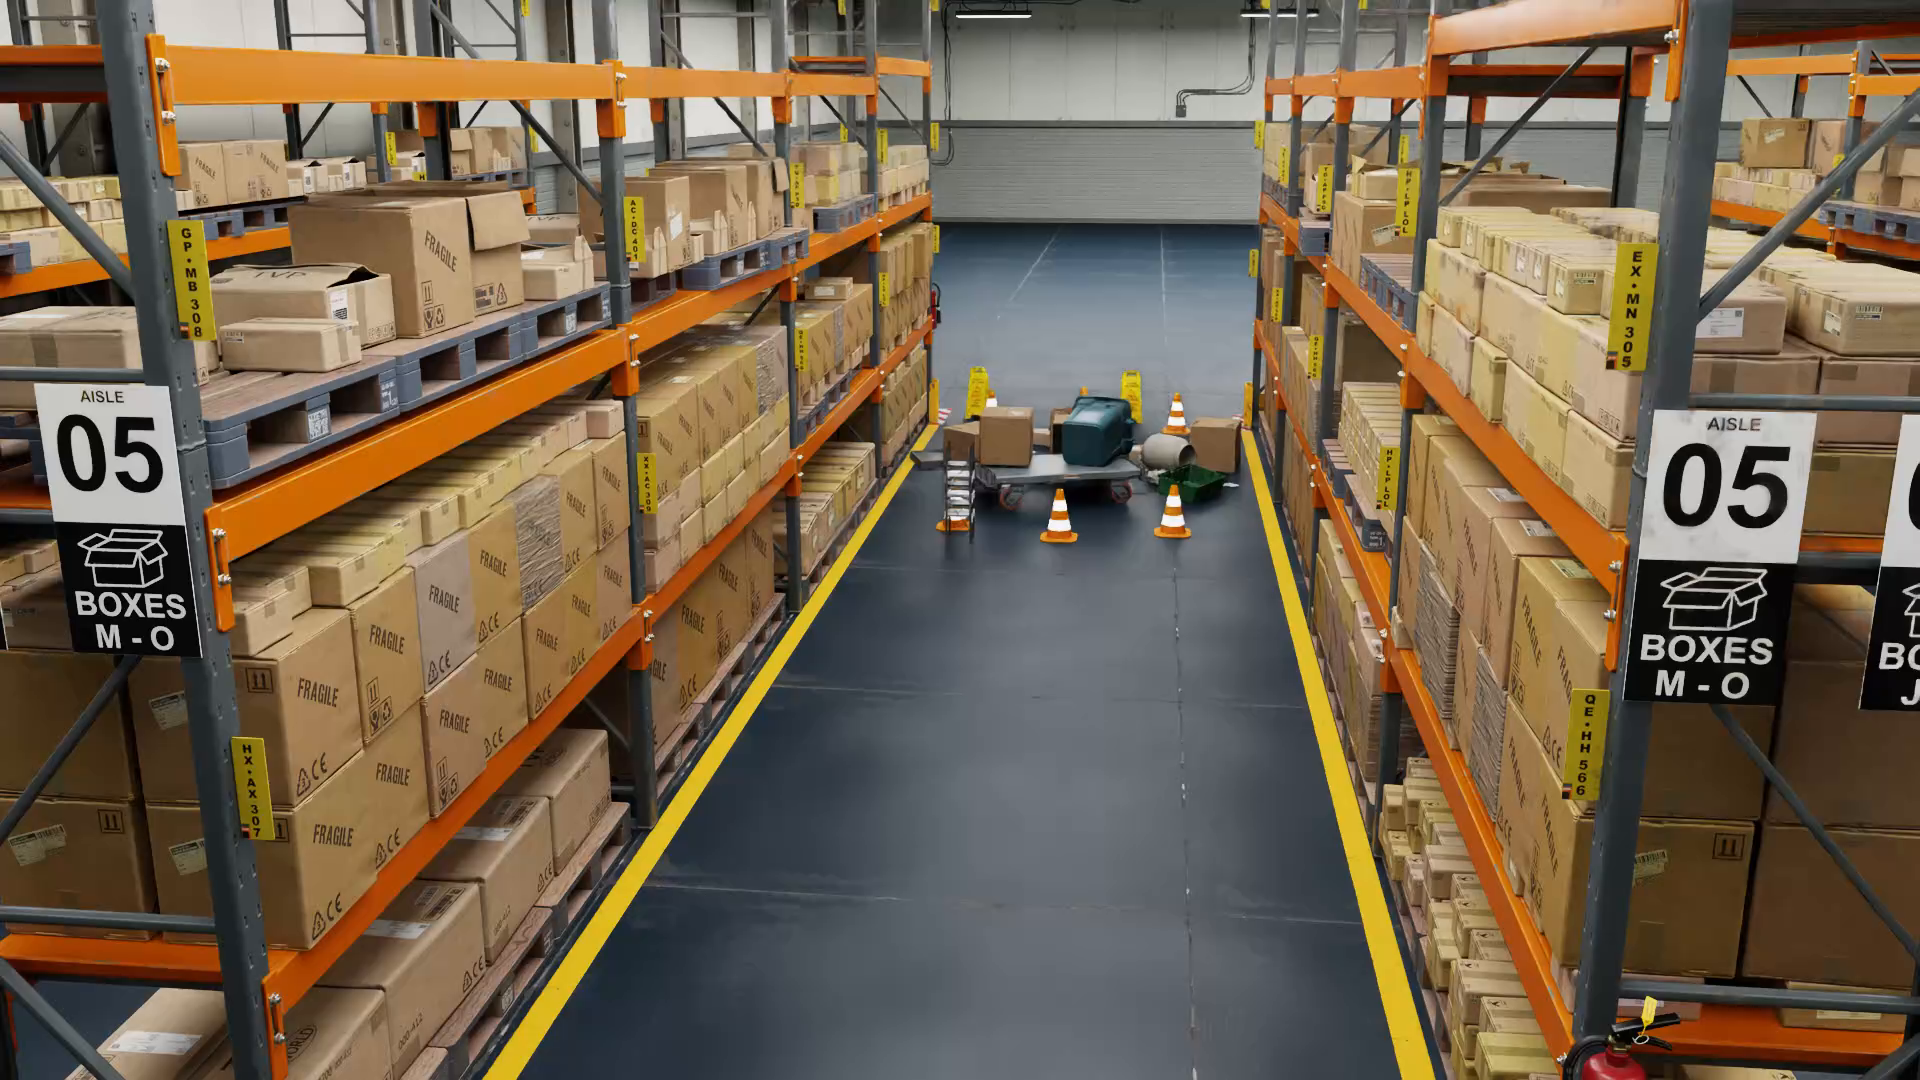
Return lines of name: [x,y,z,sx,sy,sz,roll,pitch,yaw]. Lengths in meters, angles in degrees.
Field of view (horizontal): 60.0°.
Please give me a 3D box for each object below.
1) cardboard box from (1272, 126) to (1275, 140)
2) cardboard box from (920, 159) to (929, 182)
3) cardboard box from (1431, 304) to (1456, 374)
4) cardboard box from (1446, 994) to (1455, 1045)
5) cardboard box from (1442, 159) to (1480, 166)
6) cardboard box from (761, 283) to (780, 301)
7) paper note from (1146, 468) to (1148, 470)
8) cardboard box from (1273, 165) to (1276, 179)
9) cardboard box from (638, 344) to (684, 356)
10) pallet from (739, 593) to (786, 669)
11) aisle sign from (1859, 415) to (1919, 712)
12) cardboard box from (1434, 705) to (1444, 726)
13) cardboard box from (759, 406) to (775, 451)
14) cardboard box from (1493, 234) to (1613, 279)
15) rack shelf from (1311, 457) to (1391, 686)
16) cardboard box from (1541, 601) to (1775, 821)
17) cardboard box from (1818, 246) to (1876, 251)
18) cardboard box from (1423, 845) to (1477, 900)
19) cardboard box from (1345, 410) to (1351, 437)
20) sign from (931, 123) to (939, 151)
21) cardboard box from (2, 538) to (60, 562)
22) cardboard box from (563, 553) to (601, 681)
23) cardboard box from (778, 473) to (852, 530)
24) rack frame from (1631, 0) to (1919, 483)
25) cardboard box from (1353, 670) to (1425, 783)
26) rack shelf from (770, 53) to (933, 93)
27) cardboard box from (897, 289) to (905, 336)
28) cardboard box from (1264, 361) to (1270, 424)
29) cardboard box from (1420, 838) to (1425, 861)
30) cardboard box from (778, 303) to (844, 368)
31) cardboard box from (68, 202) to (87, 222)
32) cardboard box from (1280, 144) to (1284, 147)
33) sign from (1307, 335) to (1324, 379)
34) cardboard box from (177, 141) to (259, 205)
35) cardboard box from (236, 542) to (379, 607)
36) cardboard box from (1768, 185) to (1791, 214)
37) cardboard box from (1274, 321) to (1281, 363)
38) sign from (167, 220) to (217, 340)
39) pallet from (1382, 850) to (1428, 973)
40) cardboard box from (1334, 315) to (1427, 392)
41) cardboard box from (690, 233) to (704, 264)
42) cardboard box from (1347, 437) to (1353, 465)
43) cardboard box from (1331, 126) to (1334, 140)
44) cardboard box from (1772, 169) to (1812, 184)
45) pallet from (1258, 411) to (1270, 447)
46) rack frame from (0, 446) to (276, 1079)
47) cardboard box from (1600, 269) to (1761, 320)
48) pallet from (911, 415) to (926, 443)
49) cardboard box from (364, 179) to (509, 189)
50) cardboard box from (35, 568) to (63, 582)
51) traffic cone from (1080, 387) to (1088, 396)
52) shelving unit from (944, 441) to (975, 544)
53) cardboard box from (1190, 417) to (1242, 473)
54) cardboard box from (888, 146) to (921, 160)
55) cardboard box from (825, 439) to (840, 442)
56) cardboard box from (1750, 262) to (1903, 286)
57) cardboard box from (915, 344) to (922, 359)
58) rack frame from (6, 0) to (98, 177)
cardboard box: [3.581,-4.406,18.010,0.380,0.149,0.250,2,15,6]
cardboard box: [-0.640,-4.349,19.556,0.500,0.250,0.500,2,15,6]
cardboard box: [2.363,-0.871,7.266,0.500,0.250,0.500,1,15,5]
cardboard box: [2.202,1.992,6.795,0.380,0.149,0.250,2,15,7]
cardboard box: [3.389,-2.529,11.451,0.396,0.266,0.258,2,15,6]
cardboard box: [-1.726,-2.244,14.993,0.380,0.149,0.250,3,15,9]
paper note: [1.963,-0.782,18.099,0.172,0.023,0.155,7,17,25]
cardboard box: [3.523,-3.890,17.630,0.380,0.149,0.250,2,15,6]
cardboard box: [-2.172,-1.043,11.252,0.500,0.500,0.500,2,15,8]
pallet: [-1.917,0.653,12.430,1.003,0.211,1.213,2,15,6]
aisle sign: [2.564,0.072,4.256,0.394,0.787,0.004,2,15,6]
cardboard box: [2.305,0.721,7.319,0.380,0.149,0.250,2,15,7]
cardboard box: [-1.609,-0.798,11.784,0.500,0.250,0.500,1,15,5]
cardboard box: [2.239,-1.071,6.285,0.380,0.149,0.250,1,15,5]
rack shelf: [2.951,0.090,10.547,1.077,0.370,4.000,2,15,6]
cardboard box: [2.078,0.499,4.982,0.500,0.500,0.500,1,15,5]
cardboard box: [8.960,-2.684,16.752,0.500,0.500,0.500,2,15,6]
cardboard box: [2.294,1.500,7.473,0.380,0.149,0.250,2,15,7]
cardboard box: [2.894,-0.811,11.609,0.380,0.149,0.250,2,15,9]
sign: [-0.301,-4.824,19.900,0.100,0.325,0.005,2,15,6]
cardboard box: [-6.666,0.057,12.036,0.380,0.149,0.250,1,15,5]
cardboard box: [-2.055,0.355,7.997,0.500,0.500,0.500,1,15,5]
cardboard box: [-1.513,-0.364,15.078,0.950,0.372,0.625,2,15,8]
rack frame: [2.274,-1.597,3.915,1.000,3.000,0.127,2,15,6]
cardboard box: [2.559,1.066,9.544,0.500,0.500,0.500,1,15,5]
rack shelf: [-1.076,-4.998,17.880,1.077,0.370,4.000,2,15,6]
cardboard box: [-0.872,-2.491,17.954,0.500,0.500,0.500,2,15,6]
cardboard box: [4.069,-1.850,19.610,0.875,0.875,0.875,2,15,7]
cardboard box: [2.435,1.509,8.010,0.380,0.149,0.250,2,15,6]
cardboard box: [-1.303,-1.802,14.603,0.500,0.500,0.500,1,15,4]
cardboard box: [-6.590,-2.375,12.065,0.380,0.149,0.250,2,15,8]
cardboard box: [3.486,-3.850,16.715,0.500,0.250,0.500,2,15,6]
sign: [2.625,-1.350,12.278,0.100,0.325,0.005,2,15,6]
cardboard box: [-6.404,-3.102,14.042,0.700,0.500,0.500,1,15,5]
cardboard box: [-2.239,0.118,5.719,0.380,0.149,0.250,2,15,8]
cardboard box: [8.459,-3.410,16.654,0.500,0.250,0.500,2,15,6]
cardboard box: [3.697,-2.125,17.074,0.875,0.550,0.550,2,15,6]
sign: [-2.105,-0.711,4.558,0.100,0.325,0.005,2,15,6]
pallet: [2.685,1.783,8.251,1.003,0.211,1.213,2,15,6]
cardboard box: [3.237,-1.423,12.658,0.700,0.500,0.500,2,15,6]
cardboard box: [-1.714,-1.713,9.737,0.380,0.166,0.250,1,15,2]
cardboard box: [2.865,-0.607,11.426,0.380,0.149,0.250,2,15,9]
cardboard box: [4.263,-4.453,18.181,0.380,0.149,0.250,2,15,6]
cardboard box: [8.556,-3.711,17.004,0.380,0.149,0.250,1,15,4]
pallet: [4.067,-1.295,19.633,1.003,0.211,1.213,2,15,6]
rack frame: [-2.656,1.180,5.141,1.000,3.000,0.127,2,15,6]
cardboard box: [2.173,-0.733,5.032,0.380,0.149,0.250,1,15,5]
pallet: [-0.986,-1.395,20.003,1.003,0.211,1.213,2,15,6]
cardboard box: [-2.479,-1.459,7.963,0.500,0.500,0.500,2,15,7]
cardboard box: [-2.810,0.170,5.524,0.380,0.149,0.250,2,15,7]
traffic cone: [1.524,-1.651,20.471,0.336,0.463,0.334,2,15,6]
shelving unit: [-0.001,-0.432,15.125,0.258,0.900,0.210,2,15,6]
cardboard box: [2.784,-1.040,18.135,0.500,0.500,0.500,4,16,16]
cardboard box: [-0.663,-4.519,19.425,0.380,0.149,0.250,2,15,7]
cardboard box: [-1.502,-0.969,17.551,0.500,0.250,0.500,2,15,9]
cardboard box: [2.715,-0.784,5.223,0.380,0.149,0.250,2,15,7]
cardboard box: [-0.656,-2.208,19.452,0.380,0.149,0.250,2,15,8]
rack frame: [-6.686,-3.936,12.568,1.000,3.000,0.127,2,15,6]
